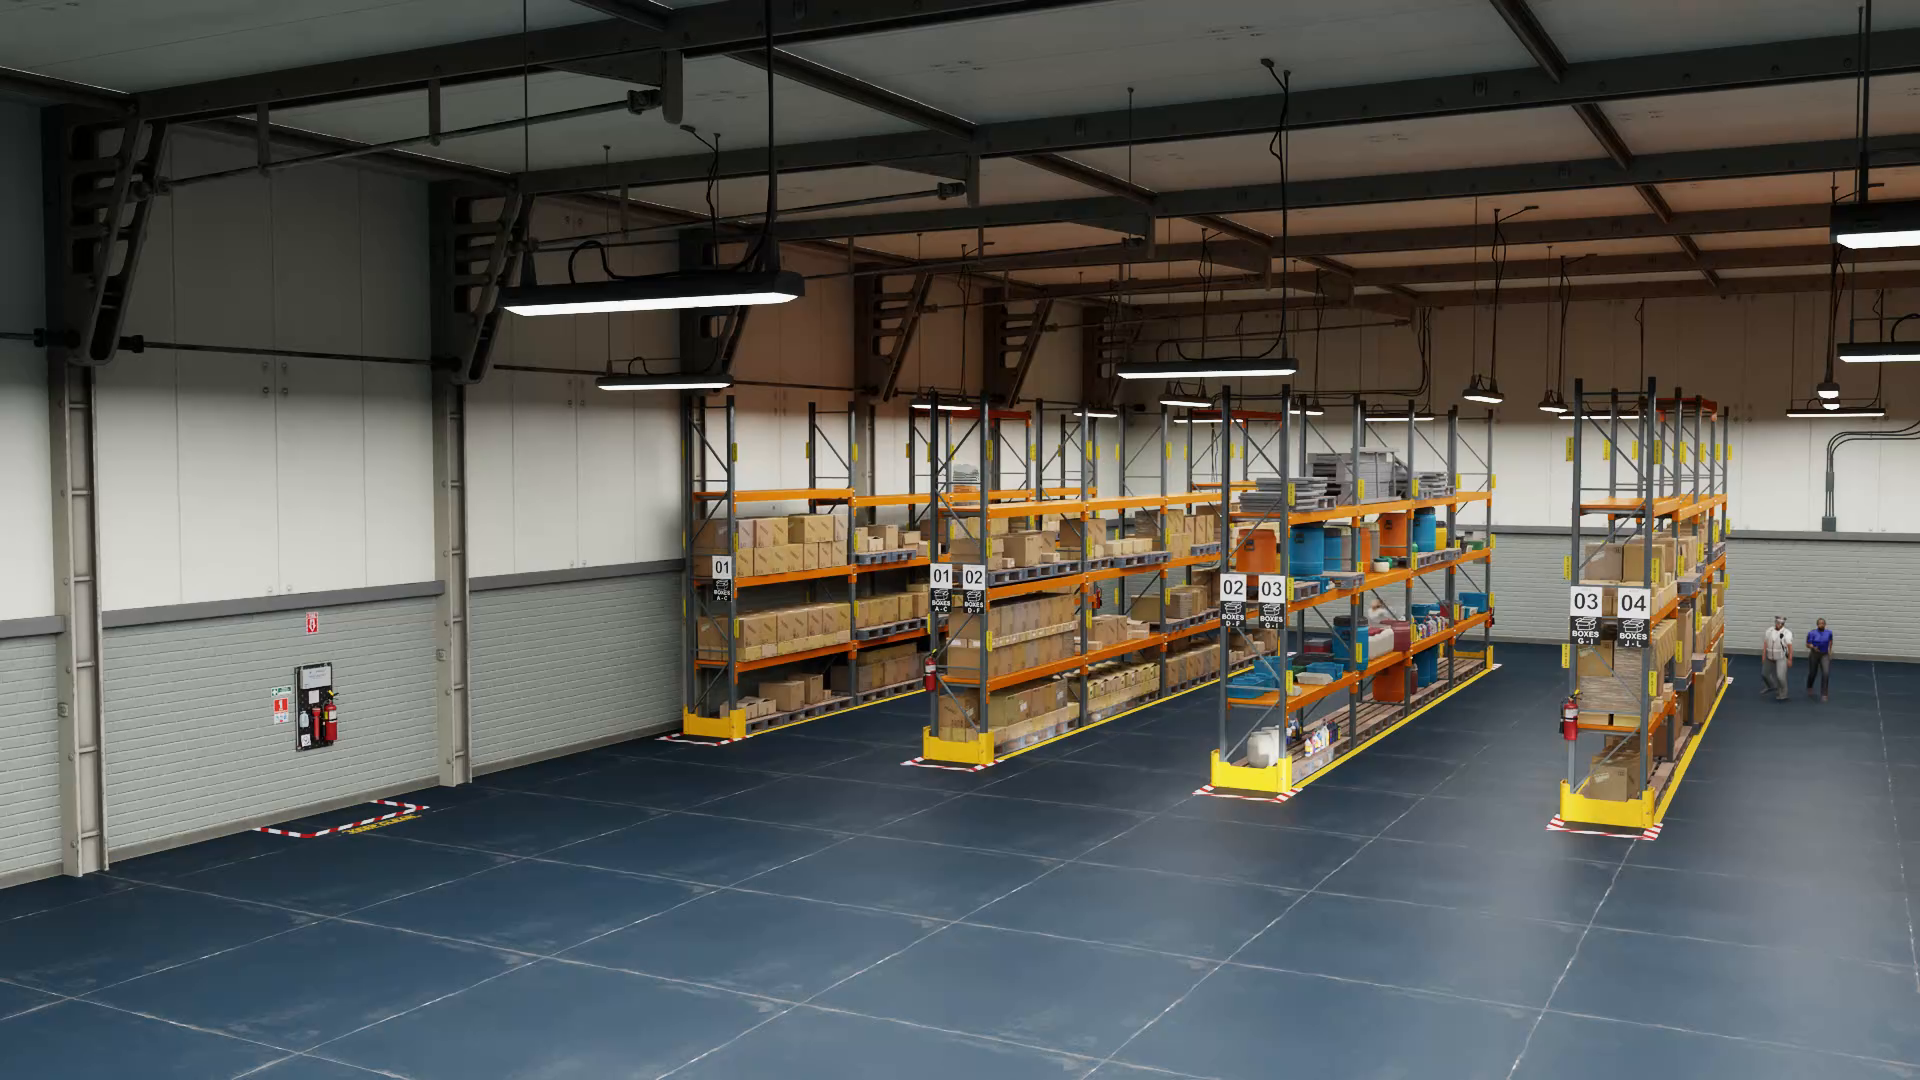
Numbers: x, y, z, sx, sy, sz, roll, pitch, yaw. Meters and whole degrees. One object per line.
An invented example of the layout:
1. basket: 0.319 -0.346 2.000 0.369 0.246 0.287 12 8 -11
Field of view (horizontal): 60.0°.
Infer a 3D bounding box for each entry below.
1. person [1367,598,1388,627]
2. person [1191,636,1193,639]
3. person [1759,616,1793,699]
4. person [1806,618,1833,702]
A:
1. person: 9.597 2.165 38.156 0.562 1.705 0.814 2 4 37
2. person: 5.562 2.113 41.016 0.990 1.413 0.541 -3 4 -44
3. person: 16.577 2.366 33.800 0.579 1.696 0.741 -2 4 -37
4. person: 17.426 2.410 33.739 0.539 1.691 0.892 1 3 15
